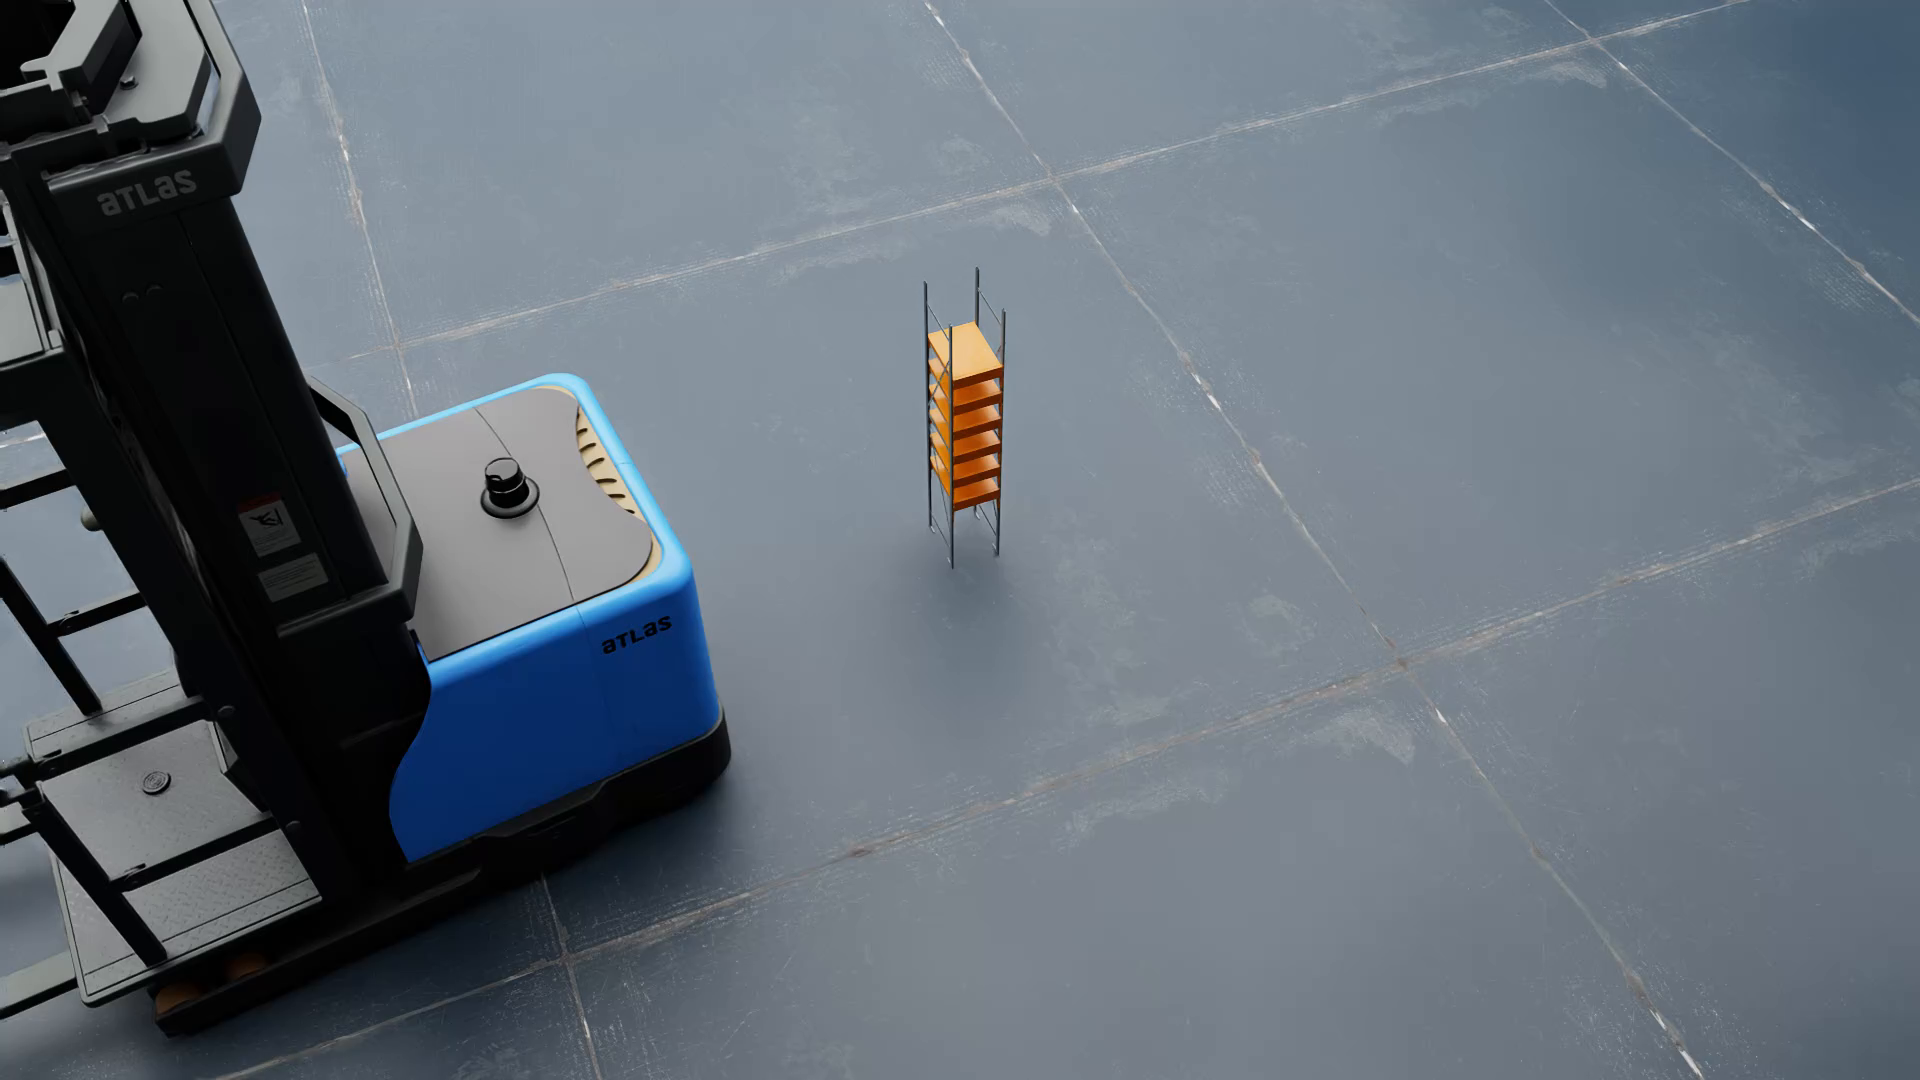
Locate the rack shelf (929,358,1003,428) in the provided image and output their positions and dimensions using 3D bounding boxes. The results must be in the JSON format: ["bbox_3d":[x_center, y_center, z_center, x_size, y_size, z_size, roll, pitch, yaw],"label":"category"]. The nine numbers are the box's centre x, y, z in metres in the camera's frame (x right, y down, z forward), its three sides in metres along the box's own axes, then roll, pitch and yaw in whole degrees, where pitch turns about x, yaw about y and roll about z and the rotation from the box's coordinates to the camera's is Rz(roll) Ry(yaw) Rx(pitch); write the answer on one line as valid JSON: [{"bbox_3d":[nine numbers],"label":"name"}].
[{"bbox_3d":[0.013,-0.522,5.650,0.180,0.103,0.258,-17,52,-14],"label":"rack shelf"}]

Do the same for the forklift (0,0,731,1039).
[{"bbox_3d":[-2.303,0.048,4.277,3.031,2.935,1.130,-23,53,-18],"label":"forklift"}]

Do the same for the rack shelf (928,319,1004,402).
[{"bbox_3d":[0.013,-0.601,5.559,0.180,0.103,0.258,-17,52,-14],"label":"rack shelf"}]

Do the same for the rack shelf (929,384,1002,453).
[{"bbox_3d":[0.013,-0.444,5.741,0.180,0.103,0.258,-17,52,-14],"label":"rack shelf"}]

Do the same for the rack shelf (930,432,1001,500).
[{"bbox_3d":[0.013,-0.288,5.923,0.180,0.103,0.258,-17,52,-14],"label":"rack shelf"}]

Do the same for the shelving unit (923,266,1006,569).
[{"bbox_3d":[0.013,-0.395,5.798,0.189,1.200,0.258,-17,52,-14],"label":"shelving unit"}]

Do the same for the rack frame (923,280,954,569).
[{"bbox_3d":[-0.071,-0.369,5.776,0.006,1.200,0.240,-17,52,-14],"label":"rack frame"}]

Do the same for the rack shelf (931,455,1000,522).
[{"bbox_3d":[0.013,-0.210,6.014,0.180,0.103,0.258,-17,52,-14],"label":"rack shelf"}]

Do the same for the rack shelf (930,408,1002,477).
[{"bbox_3d":[0.013,-0.366,5.832,0.180,0.103,0.258,-17,52,-14],"label":"rack shelf"}]

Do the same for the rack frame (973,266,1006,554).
[{"bbox_3d":[0.098,-0.421,5.821,0.006,1.200,0.240,-17,52,-14],"label":"rack frame"}]
